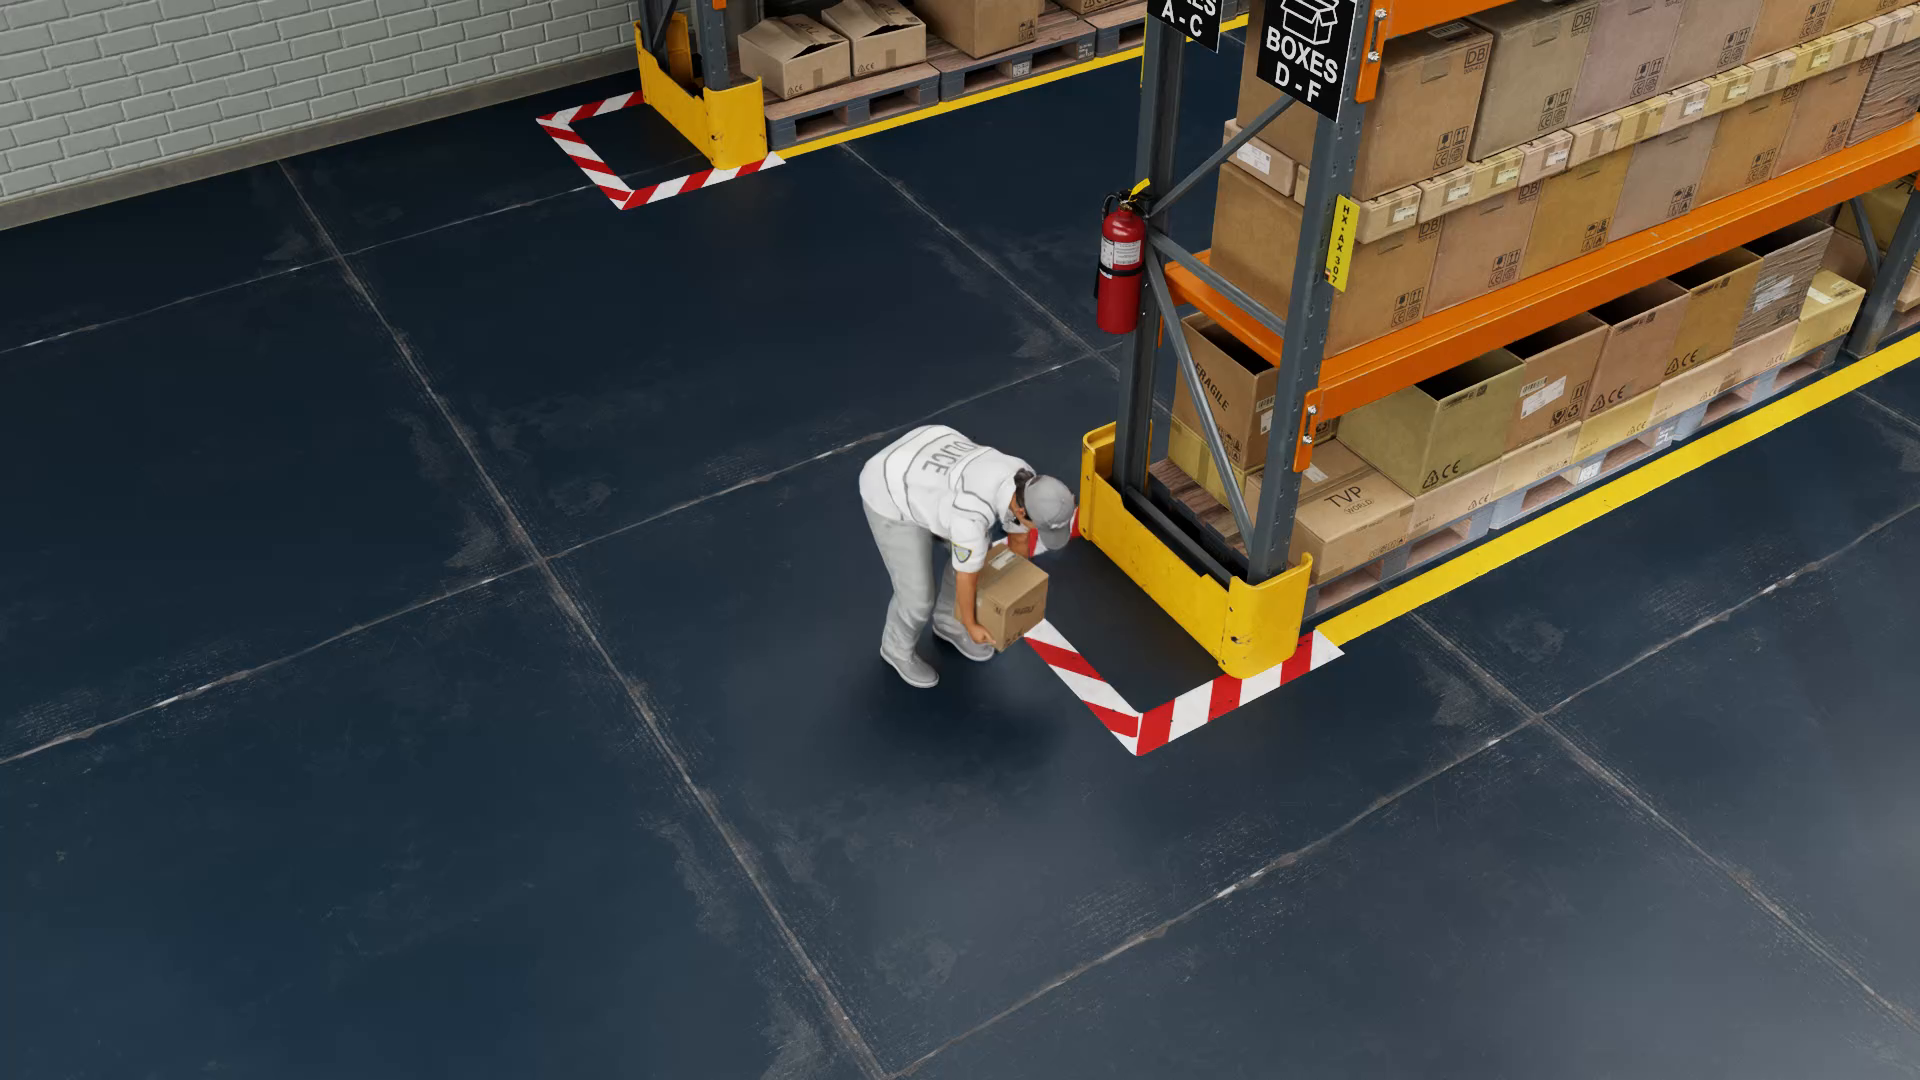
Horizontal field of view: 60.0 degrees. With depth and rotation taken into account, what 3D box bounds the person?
[{"bbox_3d":[0.036,0.097,6.401,0.921,1.204,0.465,31,50,31],"label":"person"}]
